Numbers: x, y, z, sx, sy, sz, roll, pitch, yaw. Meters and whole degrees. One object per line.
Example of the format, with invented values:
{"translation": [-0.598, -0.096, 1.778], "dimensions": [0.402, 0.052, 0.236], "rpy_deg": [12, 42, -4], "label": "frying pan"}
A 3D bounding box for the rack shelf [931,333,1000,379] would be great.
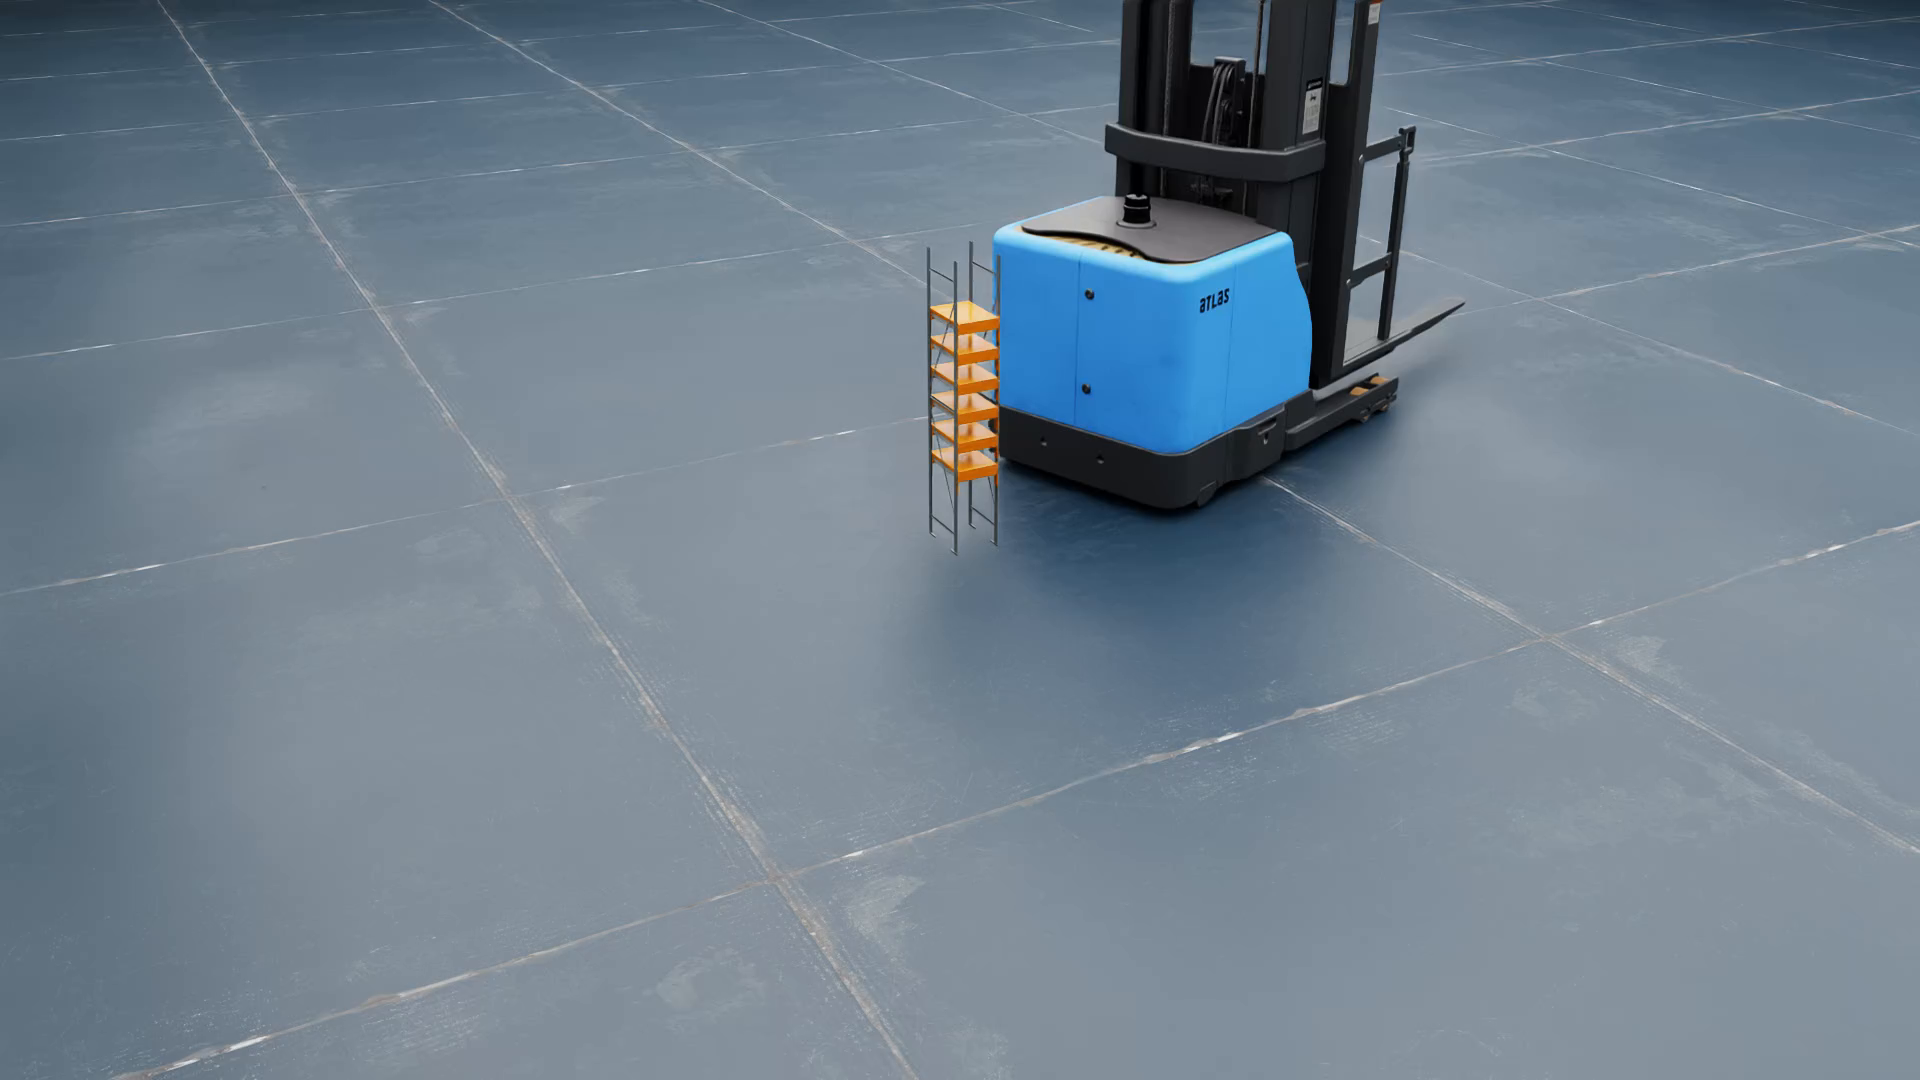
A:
{"translation": [0.013, -0.720, 6.412], "dimensions": [0.180, 0.103, 0.258], "rpy_deg": [-13, 29, -25], "label": "rack shelf"}

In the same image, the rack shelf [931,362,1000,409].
{"translation": [0.013, -0.612, 6.464], "dimensions": [0.180, 0.103, 0.258], "rpy_deg": [-13, 29, -25], "label": "rack shelf"}

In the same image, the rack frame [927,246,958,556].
{"translation": [-0.068, -0.525, 6.458], "dimensions": [0.006, 1.200, 0.240], "rpy_deg": [-13, 29, -25], "label": "rack frame"}

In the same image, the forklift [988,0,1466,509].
{"translation": [1.469, -2.009, 7.548], "dimensions": [1.130, 2.935, 3.031], "rpy_deg": [21, 32, 36], "label": "forklift"}

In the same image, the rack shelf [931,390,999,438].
{"translation": [0.013, -0.504, 6.516], "dimensions": [0.180, 0.103, 0.258], "rpy_deg": [-13, 29, -25], "label": "rack shelf"}

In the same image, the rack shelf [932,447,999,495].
{"translation": [0.013, -0.287, 6.620], "dimensions": [0.180, 0.103, 0.258], "rpy_deg": [-13, 29, -25], "label": "rack shelf"}

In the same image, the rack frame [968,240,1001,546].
{"translation": [0.093, -0.562, 6.535], "dimensions": [0.006, 1.200, 0.240], "rpy_deg": [-13, 29, -25], "label": "rack frame"}

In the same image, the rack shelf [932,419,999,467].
{"translation": [0.013, -0.396, 6.568], "dimensions": [0.180, 0.103, 0.258], "rpy_deg": [-13, 29, -25], "label": "rack shelf"}

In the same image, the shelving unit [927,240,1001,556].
{"translation": [0.013, -0.544, 6.496], "dimensions": [0.189, 1.200, 0.258], "rpy_deg": [-13, 29, -25], "label": "shelving unit"}

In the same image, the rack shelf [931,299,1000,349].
{"translation": [0.013, -0.828, 6.360], "dimensions": [0.180, 0.103, 0.258], "rpy_deg": [-13, 29, -25], "label": "rack shelf"}
